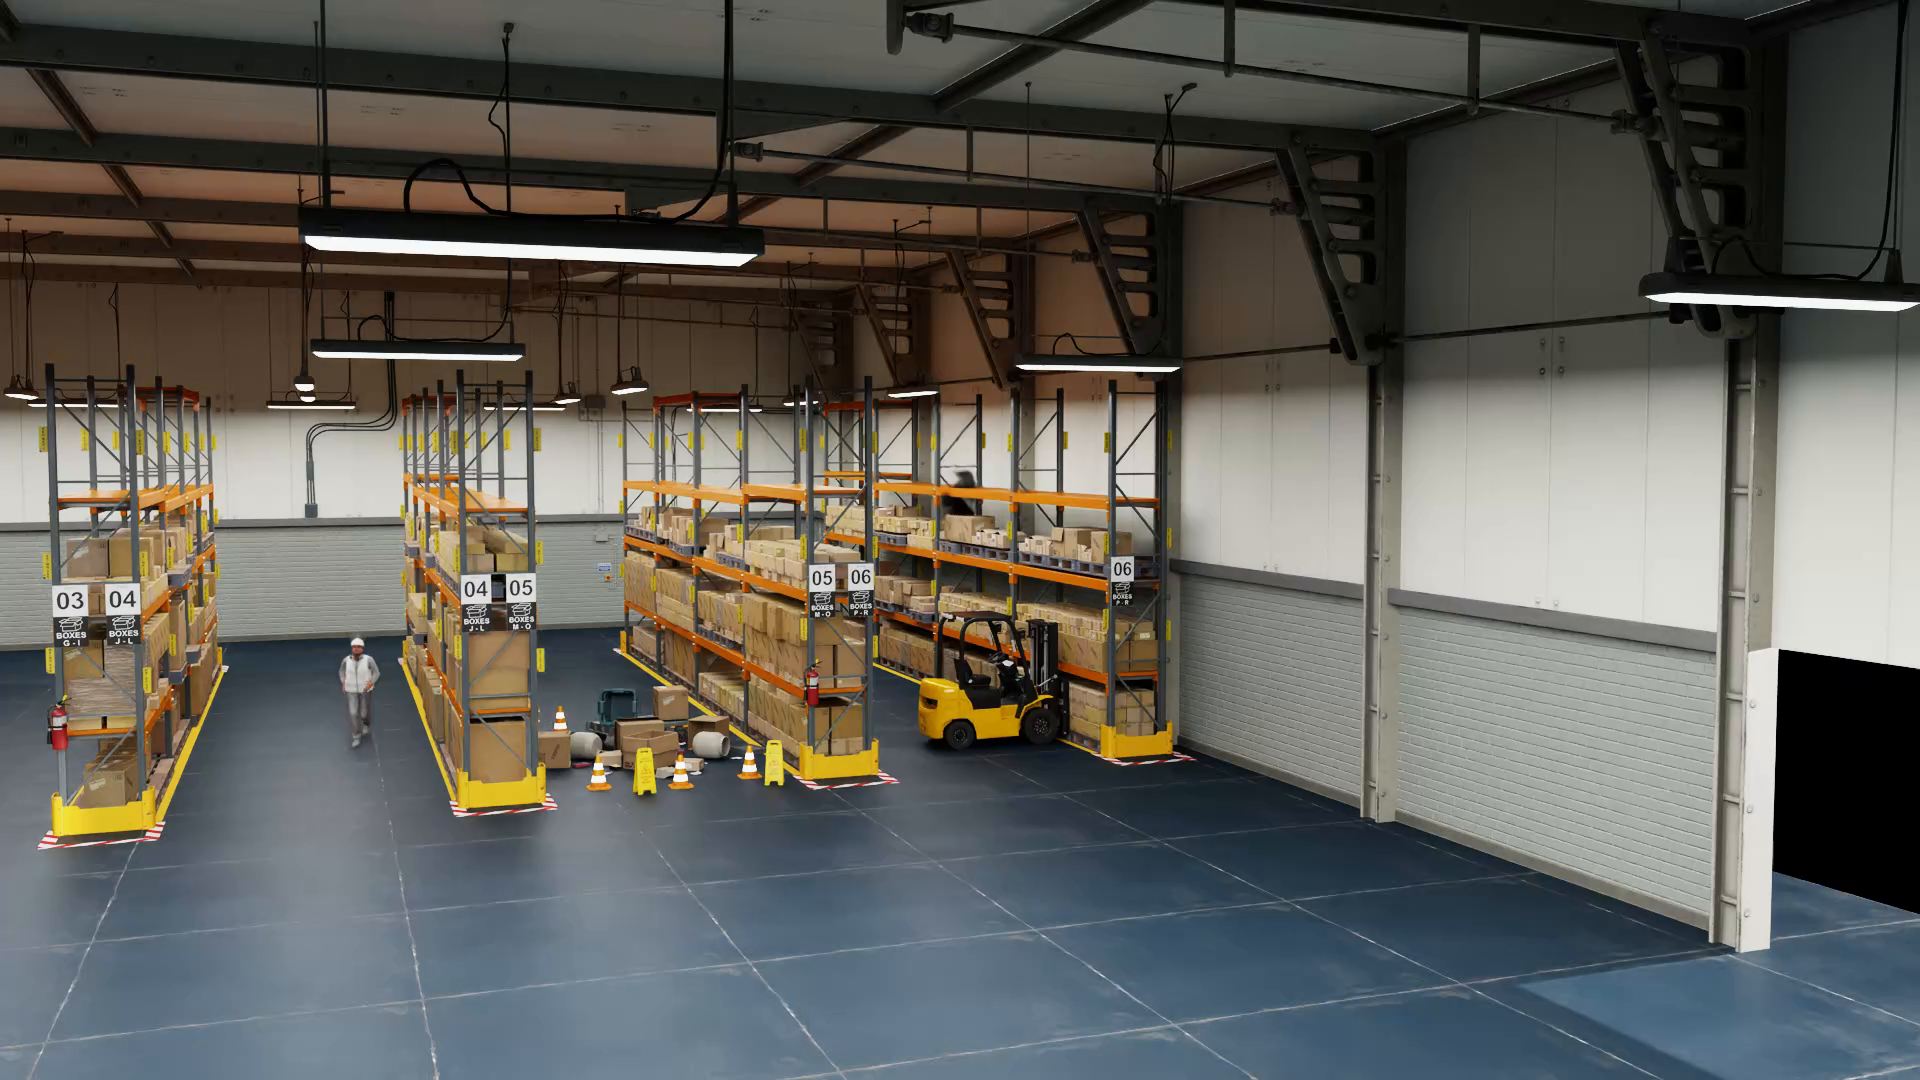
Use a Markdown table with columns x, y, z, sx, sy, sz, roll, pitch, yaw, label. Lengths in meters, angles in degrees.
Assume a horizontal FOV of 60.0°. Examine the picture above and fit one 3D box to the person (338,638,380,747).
| x | y | z | sx | sy | sz | roll | pitch | yaw | label |
| --- | --- | --- | --- | --- | --- | --- | --- | --- | --- |
| -10.023 | 2.515 | 27.742 | 0.673 | 1.773 | 0.843 | -1 | 3 | -14 | person |
